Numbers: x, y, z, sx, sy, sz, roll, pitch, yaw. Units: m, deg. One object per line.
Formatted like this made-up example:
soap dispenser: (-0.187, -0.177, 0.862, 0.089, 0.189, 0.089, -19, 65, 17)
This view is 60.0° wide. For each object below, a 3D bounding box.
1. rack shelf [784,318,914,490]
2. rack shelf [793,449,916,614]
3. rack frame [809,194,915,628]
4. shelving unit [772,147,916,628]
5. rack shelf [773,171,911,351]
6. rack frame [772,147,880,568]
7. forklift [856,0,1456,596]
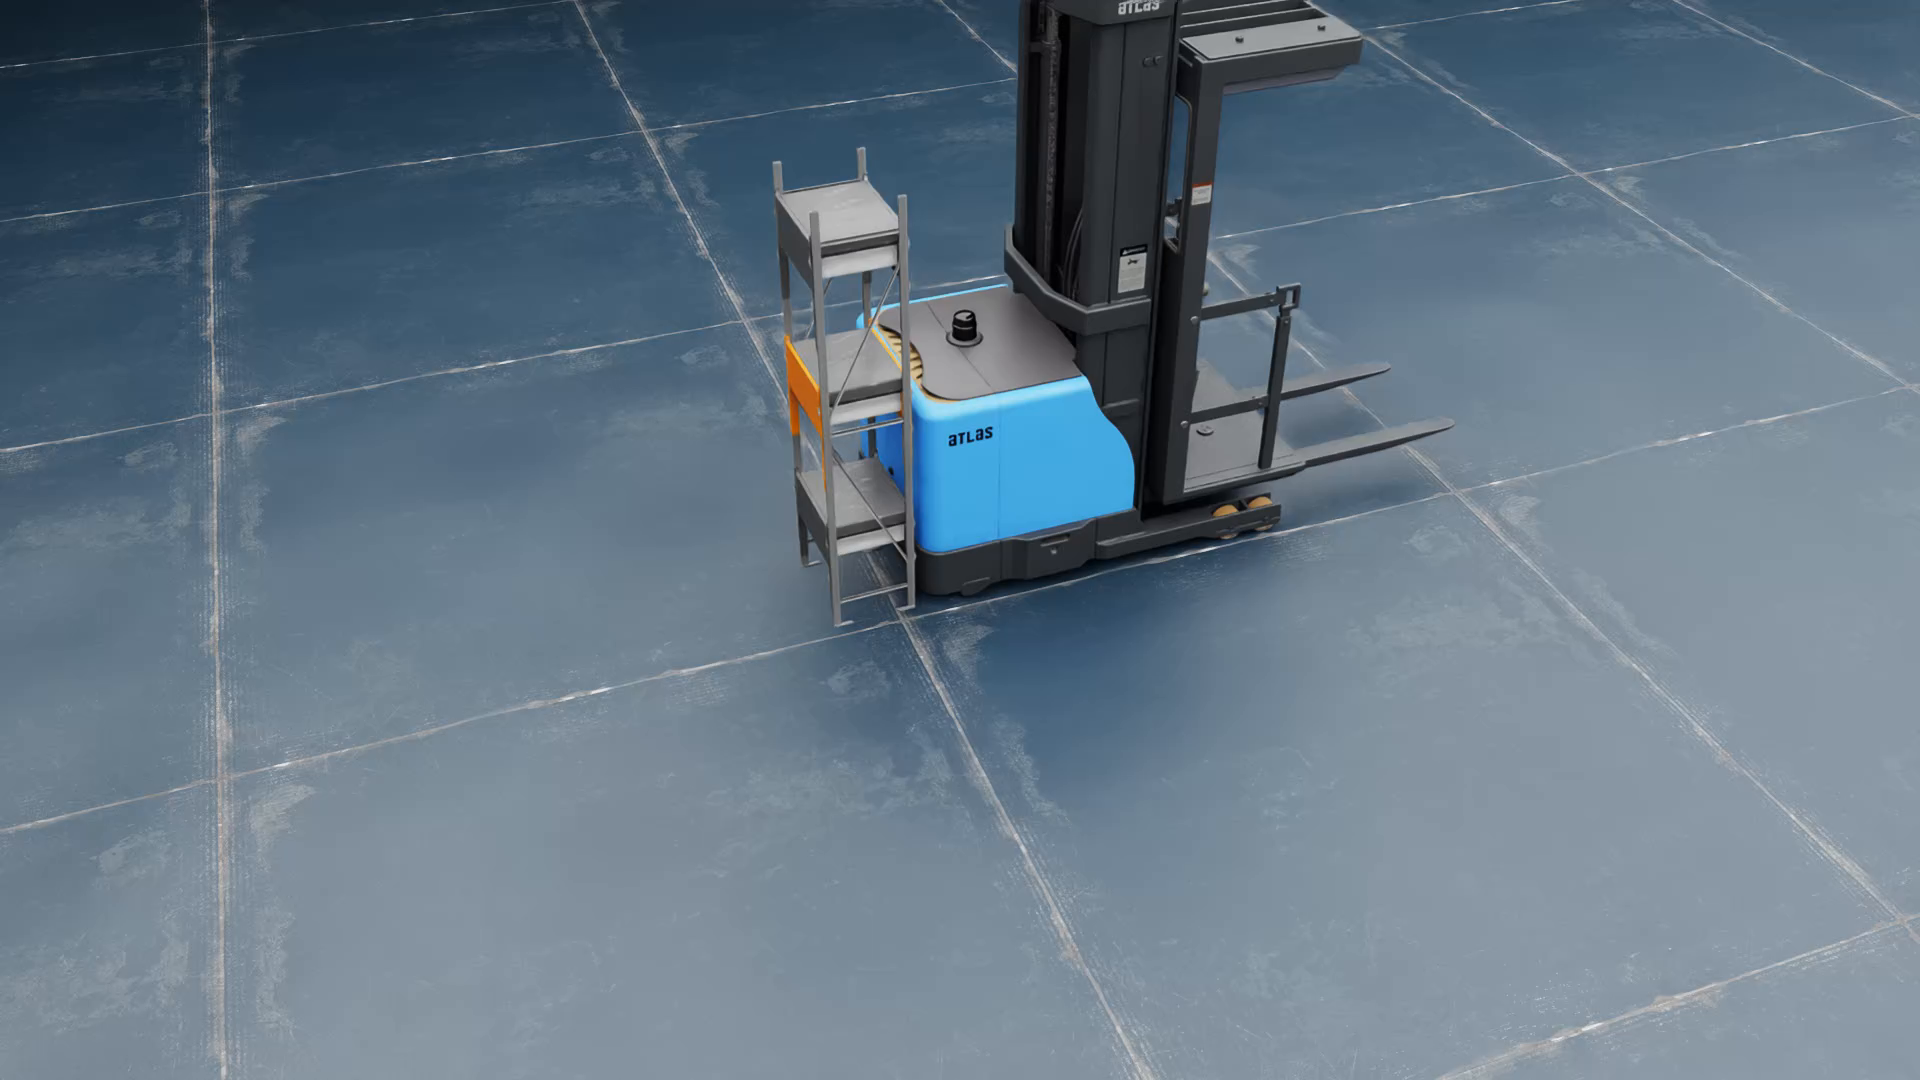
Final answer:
rack shelf: (-0.489, -0.604, 7.329, 0.431, 0.518, 0.480, -14, 39, -17)
rack shelf: (-0.489, -0.044, 7.750, 0.431, 0.518, 0.480, -14, 39, -17)
rack frame: (-0.398, -0.478, 7.140, 0.400, 2.100, 0.015, -14, 39, -17)
shelving unit: (-0.489, -0.614, 7.321, 0.431, 2.100, 0.503, -14, 39, -17)
rack shelf: (-0.489, -1.163, 6.908, 0.431, 0.518, 0.480, -14, 39, -17)
rack frame: (-0.581, -0.750, 7.501, 0.400, 2.100, 0.015, -14, 39, -17)
forklift: (1.062, -1.459, 7.750, 3.031, 2.935, 1.130, -13, 39, -17)
